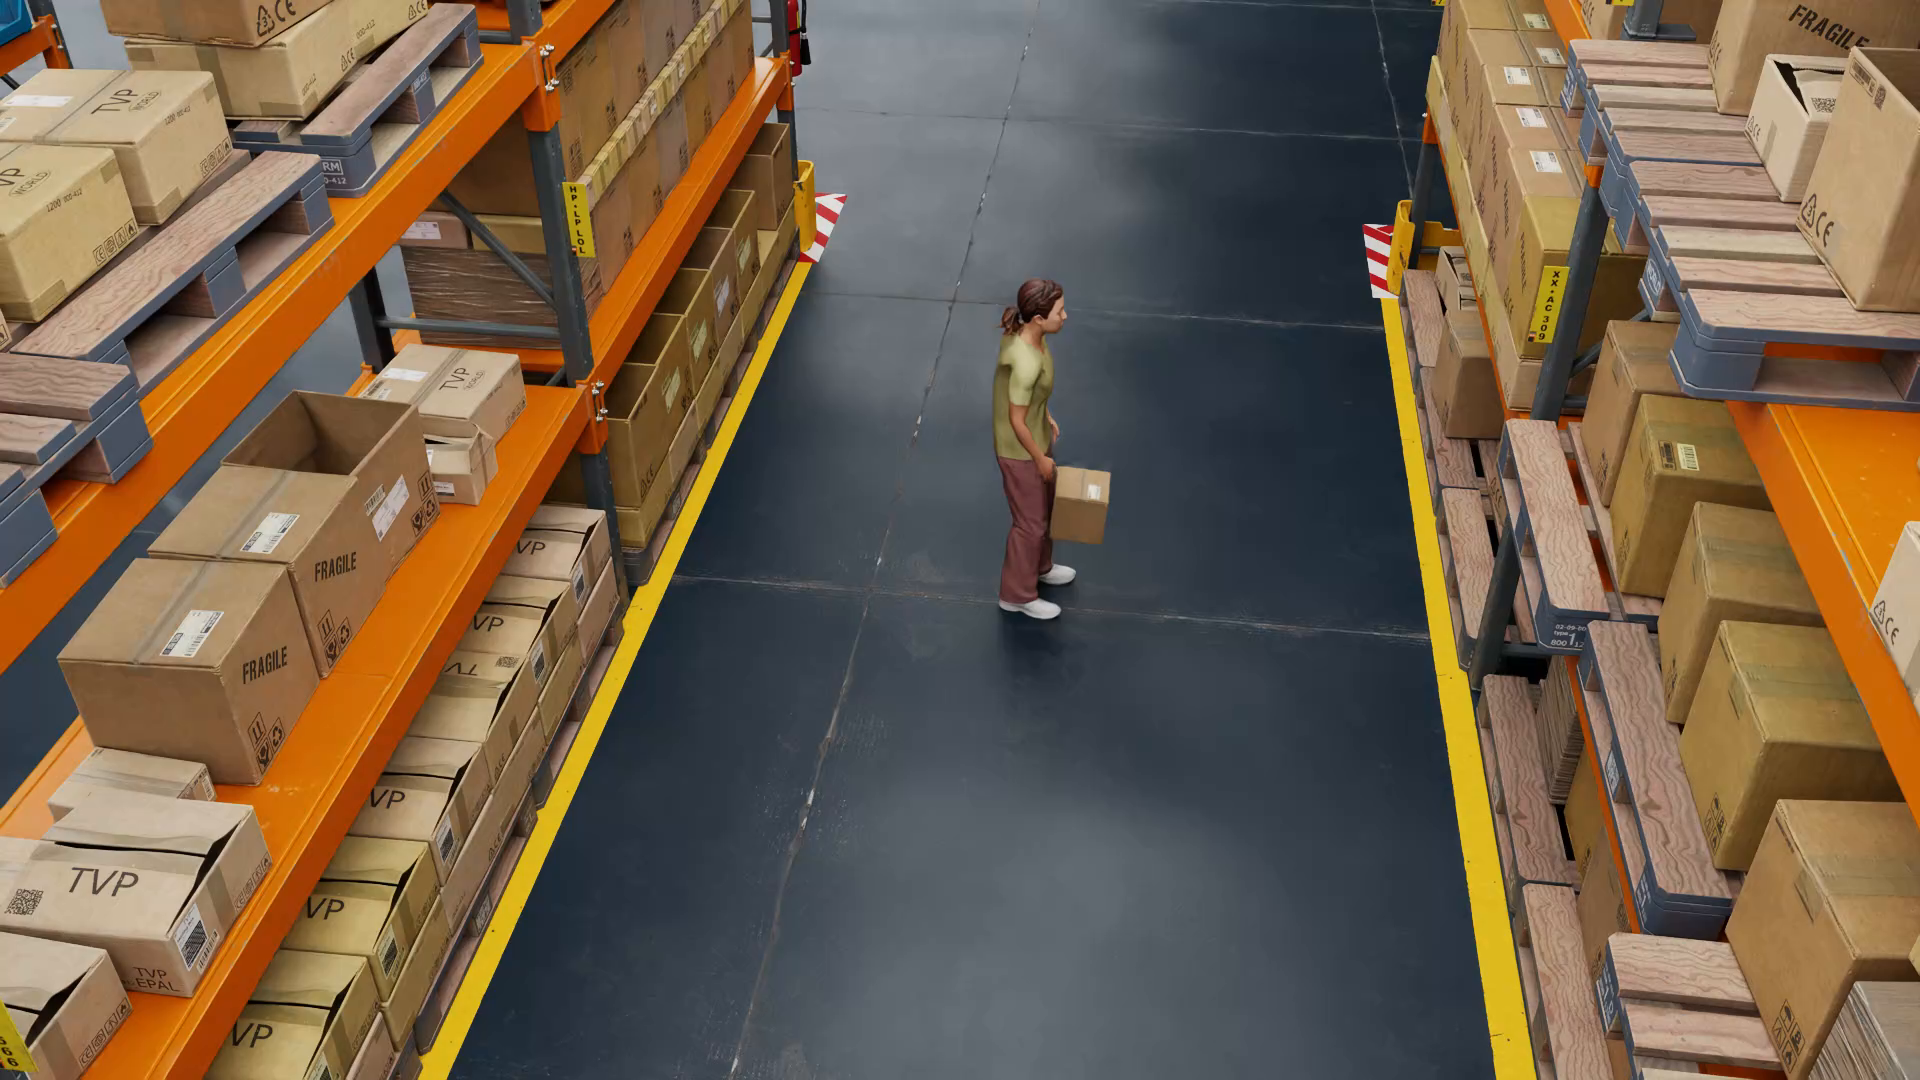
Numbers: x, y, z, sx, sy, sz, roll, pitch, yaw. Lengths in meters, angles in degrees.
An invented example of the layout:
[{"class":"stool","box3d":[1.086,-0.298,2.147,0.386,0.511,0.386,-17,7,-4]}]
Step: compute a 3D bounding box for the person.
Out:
[{"class":"person","box3d":[0.353,-0.435,7.630,0.414,1.676,0.481,3,36,5]}]
